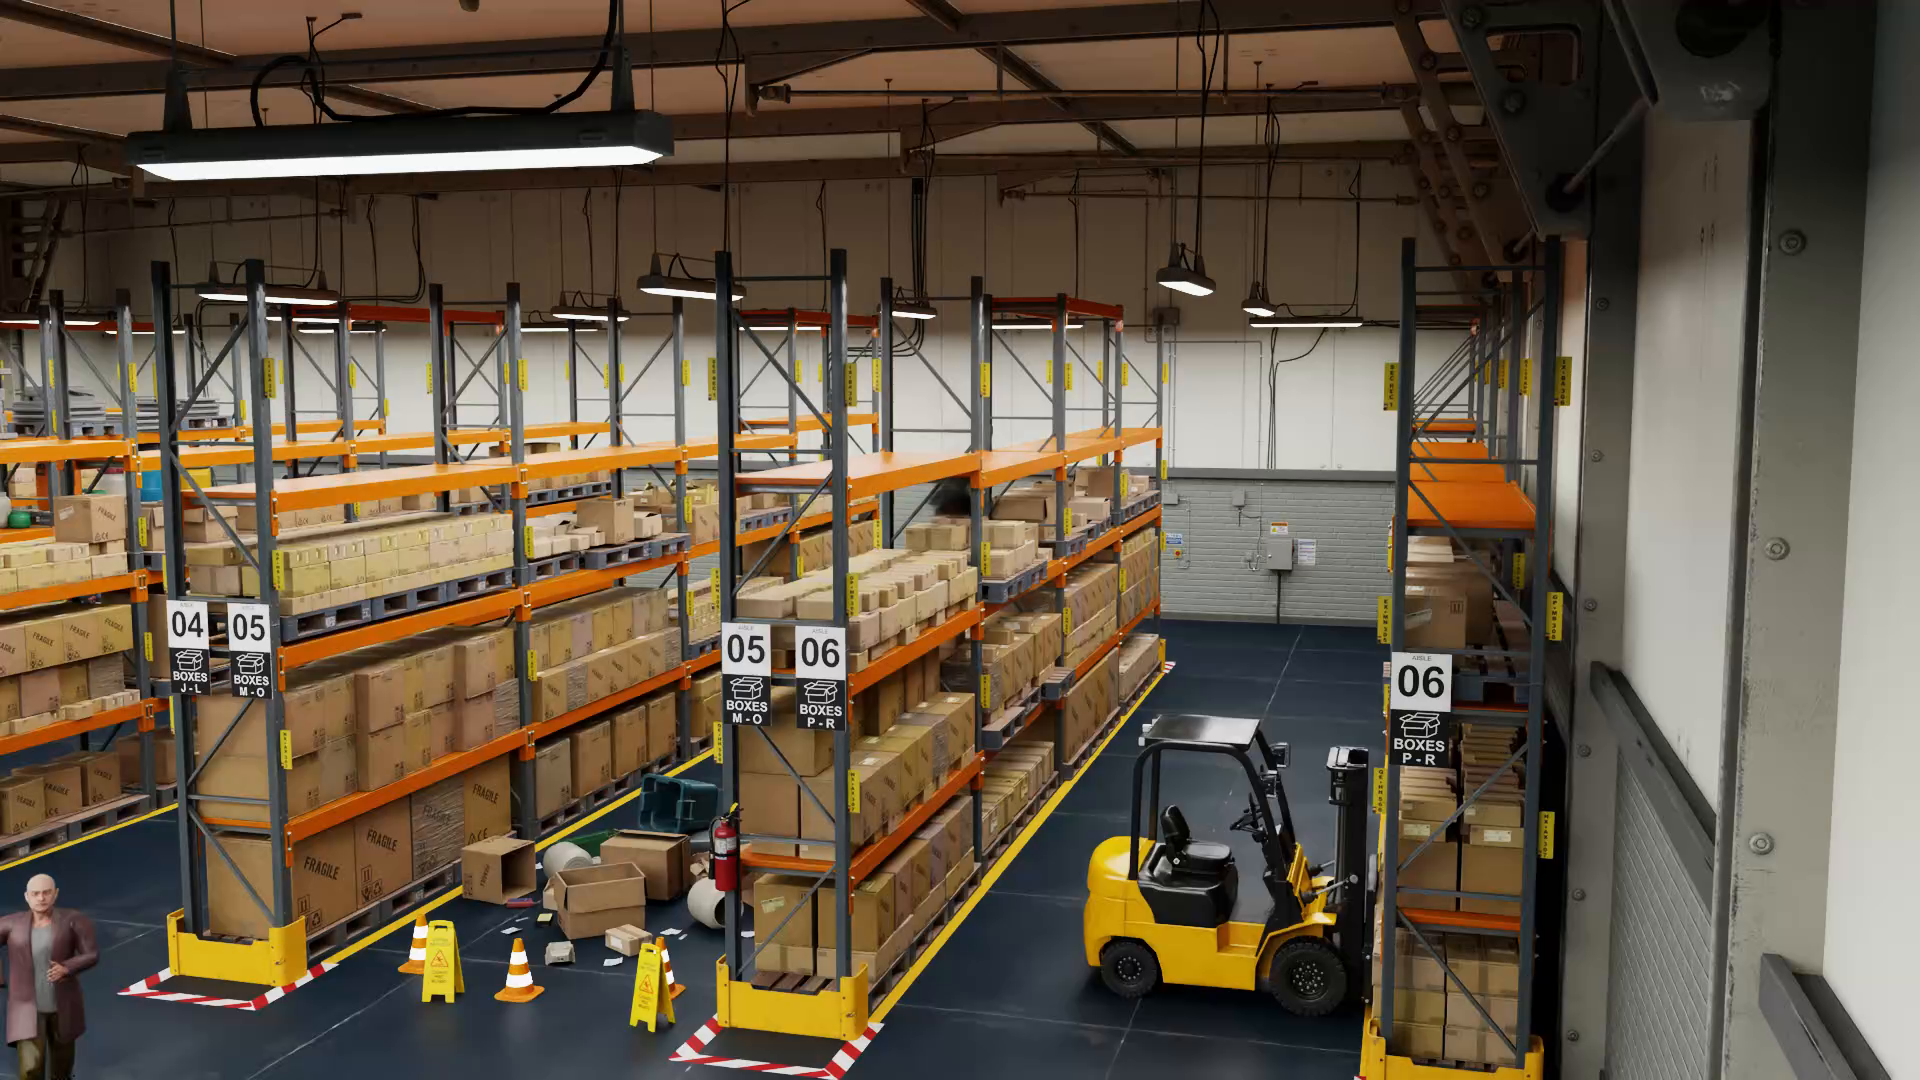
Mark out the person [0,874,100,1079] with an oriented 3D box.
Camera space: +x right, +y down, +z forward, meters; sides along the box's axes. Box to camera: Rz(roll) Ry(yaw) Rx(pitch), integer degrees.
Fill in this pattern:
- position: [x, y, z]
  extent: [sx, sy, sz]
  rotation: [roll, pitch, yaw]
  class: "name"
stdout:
- position: [-6.081, 3.126, 11.051]
  extent: [0.671, 1.830, 0.806]
  rotation: [-4, 7, -33]
  class: "person"
